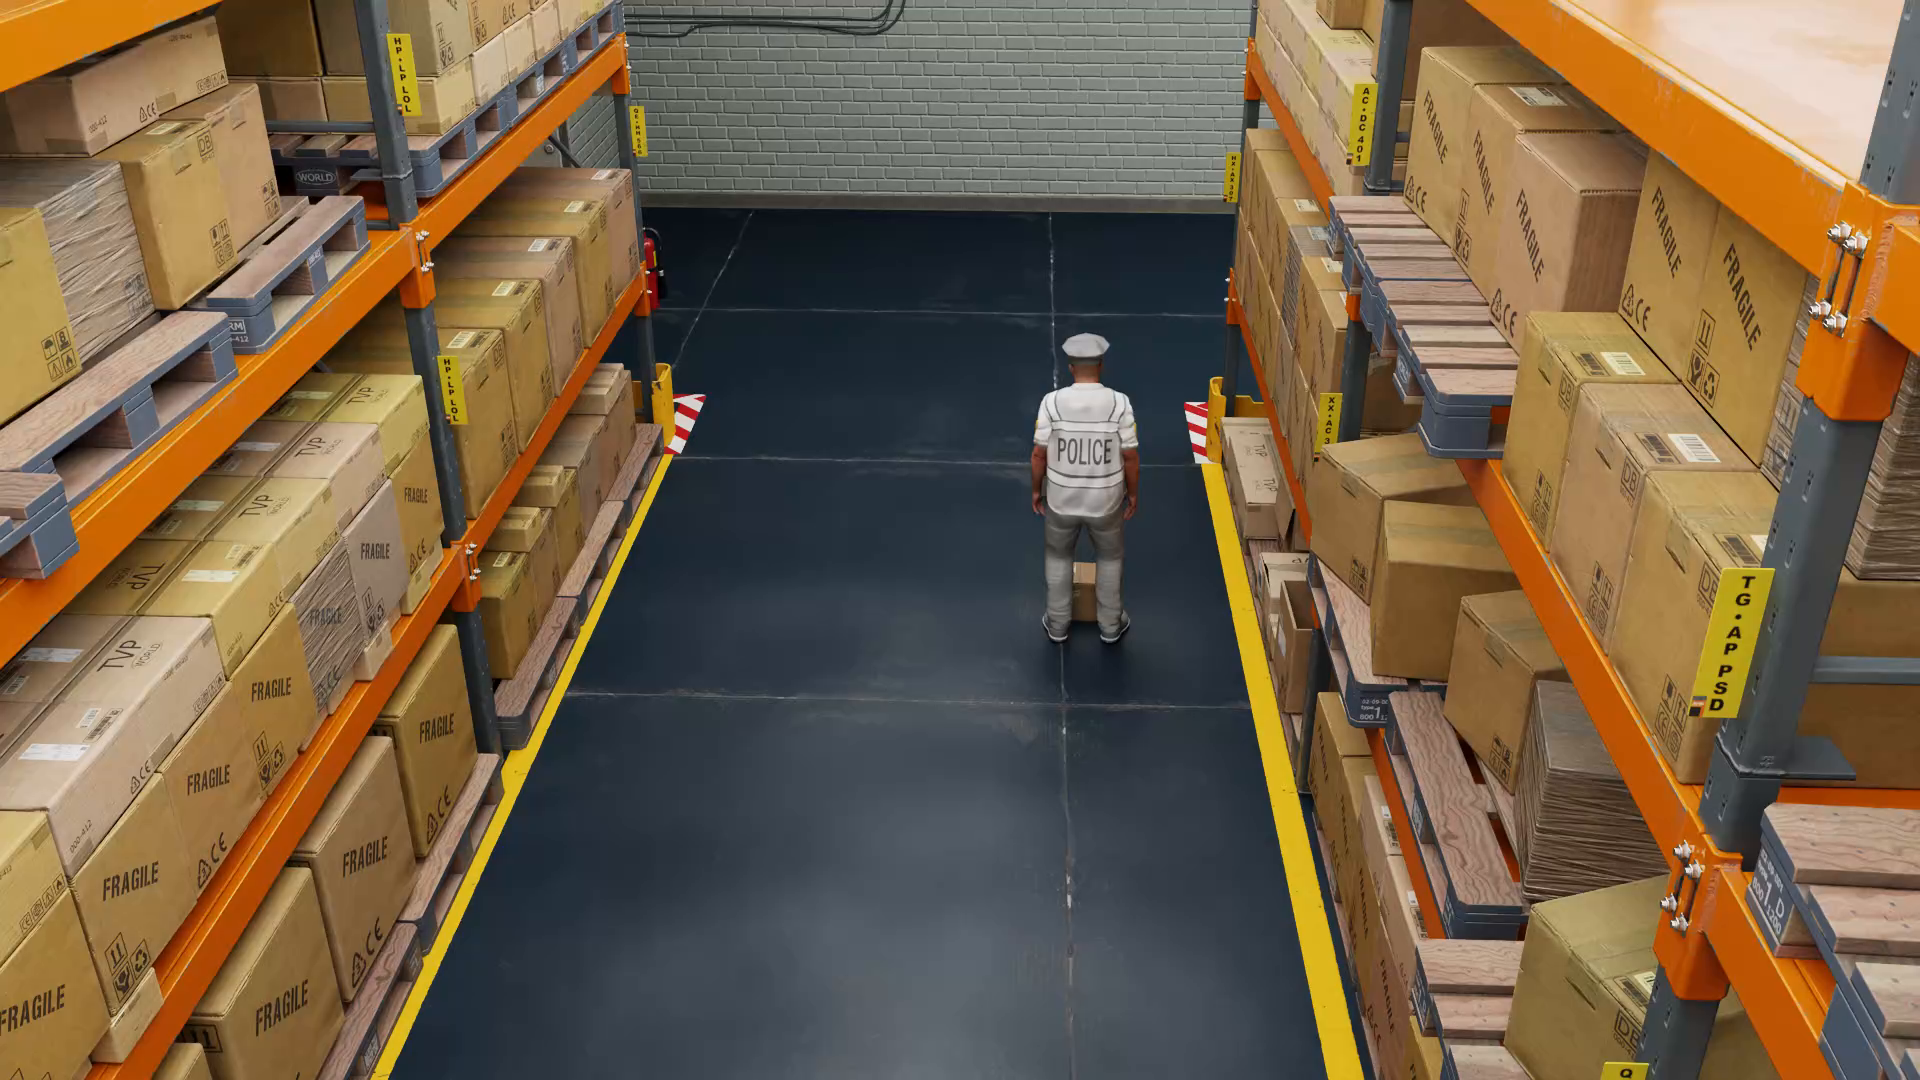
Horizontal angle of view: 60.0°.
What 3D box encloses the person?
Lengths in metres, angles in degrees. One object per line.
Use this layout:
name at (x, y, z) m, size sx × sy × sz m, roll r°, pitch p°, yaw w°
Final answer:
person at (0.678, -0.239, 9.064) m, size 0.587 × 1.748 × 0.436 m, roll 3°, pitch 28°, yaw 5°
